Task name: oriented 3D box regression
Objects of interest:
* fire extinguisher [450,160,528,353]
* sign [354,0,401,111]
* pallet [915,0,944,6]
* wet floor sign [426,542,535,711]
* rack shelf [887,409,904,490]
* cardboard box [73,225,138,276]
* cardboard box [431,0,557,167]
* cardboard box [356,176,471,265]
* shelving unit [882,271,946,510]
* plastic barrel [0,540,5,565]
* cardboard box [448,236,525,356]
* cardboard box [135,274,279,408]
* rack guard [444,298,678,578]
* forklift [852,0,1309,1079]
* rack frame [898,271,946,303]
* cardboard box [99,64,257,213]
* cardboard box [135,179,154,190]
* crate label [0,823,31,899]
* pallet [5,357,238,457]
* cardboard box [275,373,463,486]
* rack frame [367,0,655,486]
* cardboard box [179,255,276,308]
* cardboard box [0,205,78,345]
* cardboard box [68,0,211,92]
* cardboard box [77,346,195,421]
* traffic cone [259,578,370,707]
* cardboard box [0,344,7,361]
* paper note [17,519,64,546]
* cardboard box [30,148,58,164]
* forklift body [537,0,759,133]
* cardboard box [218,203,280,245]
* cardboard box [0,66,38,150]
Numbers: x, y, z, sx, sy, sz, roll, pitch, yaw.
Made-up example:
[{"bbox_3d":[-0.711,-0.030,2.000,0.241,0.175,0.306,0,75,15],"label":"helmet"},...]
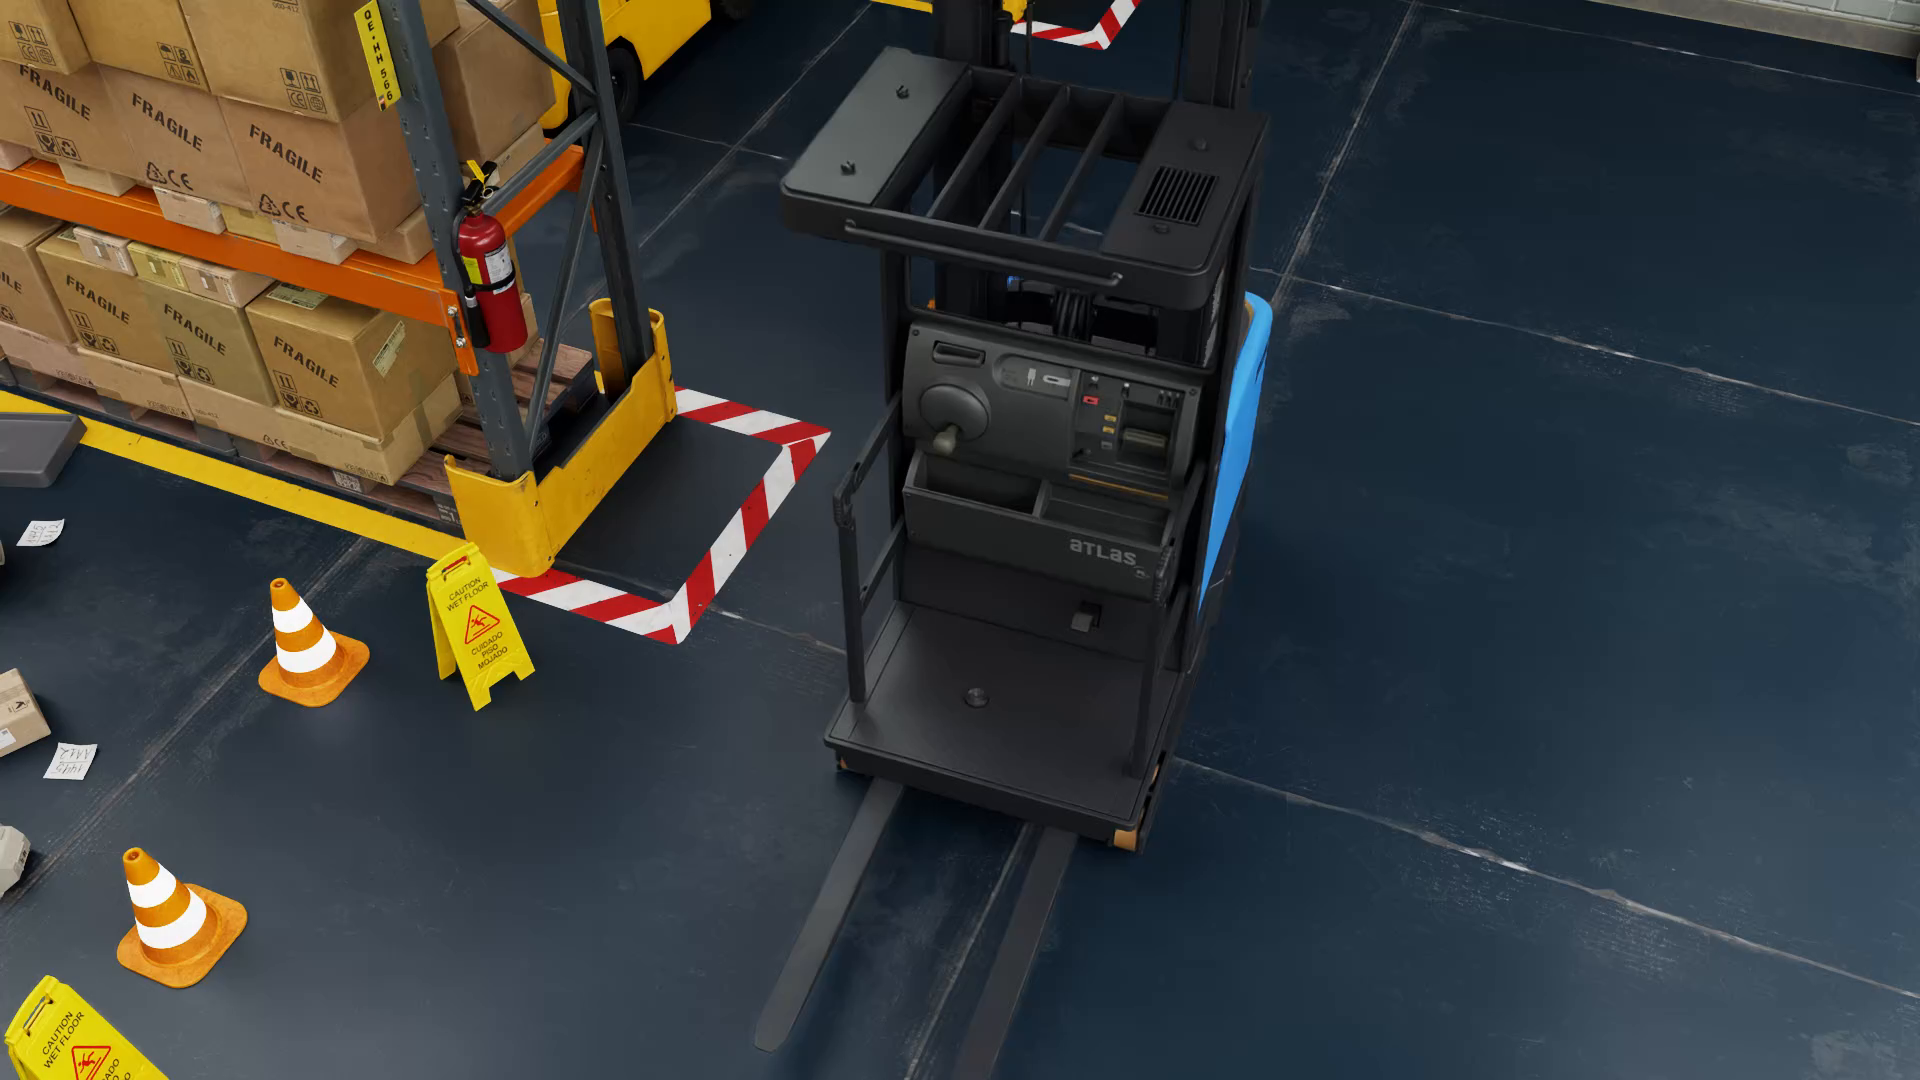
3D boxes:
[{"bbox_3d":[-1.608,-0.946,5.629,0.183,0.674,0.296,16,47,16],"label":"fire extinguisher"},{"bbox_3d":[-1.769,-1.471,5.057,0.005,0.325,0.100,16,47,16],"label":"sign"},{"bbox_3d":[-0.351,-3.729,10.348,1.213,0.211,1.003,16,47,16],"label":"pallet"},{"bbox_3d":[-1.773,0.278,6.013,0.232,0.644,0.267,33,54,29],"label":"wet floor sign"},{"bbox_3d":[-0.163,-0.365,6.782,0.215,0.259,0.240,9,45,9],"label":"rack shelf"},{"bbox_3d":[-3.214,-1.221,6.511,0.250,0.149,0.380,18,48,18],"label":"cardboard box"},{"bbox_3d":[-1.867,-1.755,6.105,0.500,0.500,0.500,16,47,15],"label":"cardboard box"},{"bbox_3d":[-1.964,-1.178,5.985,0.250,0.149,0.380,18,48,17],"label":"cardboard box"},{"bbox_3d":[-0.163,-0.569,6.578,0.215,1.050,0.252,9,45,9],"label":"shelving unit"},{"bbox_3d":[-4.026,0.033,6.416,0.512,0.421,0.421,-20,48,-19],"label":"plastic barrel"},{"bbox_3d":[-2.197,-1.150,6.899,0.500,0.500,0.500,15,47,15],"label":"cardboard box"},{"bbox_3d":[-2.859,-0.932,6.680,0.500,0.500,0.500,18,48,17],"label":"cardboard box"},{"bbox_3d":[-1.607,-0.439,6.837,0.348,0.500,1.175,16,47,16],"label":"rack guard"},{"bbox_3d":[0.332,-0.289,4.962,1.130,2.935,3.031,5,45,5],"label":"forklift"},{"bbox_3d":[-0.138,-0.654,6.663,0.200,1.050,0.008,9,45,9],"label":"rack frame"},{"bbox_3d":[-2.604,-1.552,5.902,0.500,0.500,0.500,17,47,16],"label":"cardboard box"},{"bbox_3d":[-2.900,-1.469,6.278,0.250,0.149,0.380,17,47,16],"label":"cardboard box"},{"bbox_3d":[-3.293,1.075,5.573,0.298,0.136,0.250,-5,45,-5],"label":"crate label"},{"bbox_3d":[-3.465,-0.913,7.518,1.213,0.211,1.003,16,47,16],"label":"pallet"},{"bbox_3d":[-2.408,-0.530,6.807,0.500,0.250,0.500,16,47,16],"label":"cardboard box"},{"bbox_3d":[-1.536,-1.305,5.934,0.127,3.000,1.000,16,47,16],"label":"rack frame"},{"bbox_3d":[-2.741,-1.078,6.367,0.250,0.149,0.380,18,48,17],"label":"cardboard box"},{"bbox_3d":[-3.811,-1.215,6.965,0.500,0.500,0.500,19,48,18],"label":"cardboard box"},{"bbox_3d":[-2.556,-1.939,5.581,0.500,0.500,0.700,17,47,16],"label":"cardboard box"},{"bbox_3d":[-3.346,-0.807,7.086,0.500,0.250,0.500,15,47,14],"label":"cardboard box"},{"bbox_3d":[-2.430,0.318,6.103,0.334,0.463,0.336,16,47,16],"label":"traffic cone"},{"bbox_3d":[-4.290,-1.091,7.372,0.500,0.250,0.500,19,48,18],"label":"cardboard box"},{"bbox_3d":[-3.737,-0.032,6.761,0.148,0.019,0.142,2,45,2],"label":"paper note"},{"bbox_3d":[-3.367,-1.606,6.415,0.250,0.149,0.380,16,47,16],"label":"cardboard box"},{"bbox_3d":[-2.081,-3.563,8.806,1.214,2.155,2.313,16,47,16],"label":"forklift body"},{"bbox_3d":[-2.469,-1.258,6.066,0.250,0.149,0.380,16,47,15],"label":"cardboard box"},{"bbox_3d":[-3.525,-1.841,6.191,0.500,0.500,0.500,17,47,16],"label":"cardboard box"}]
